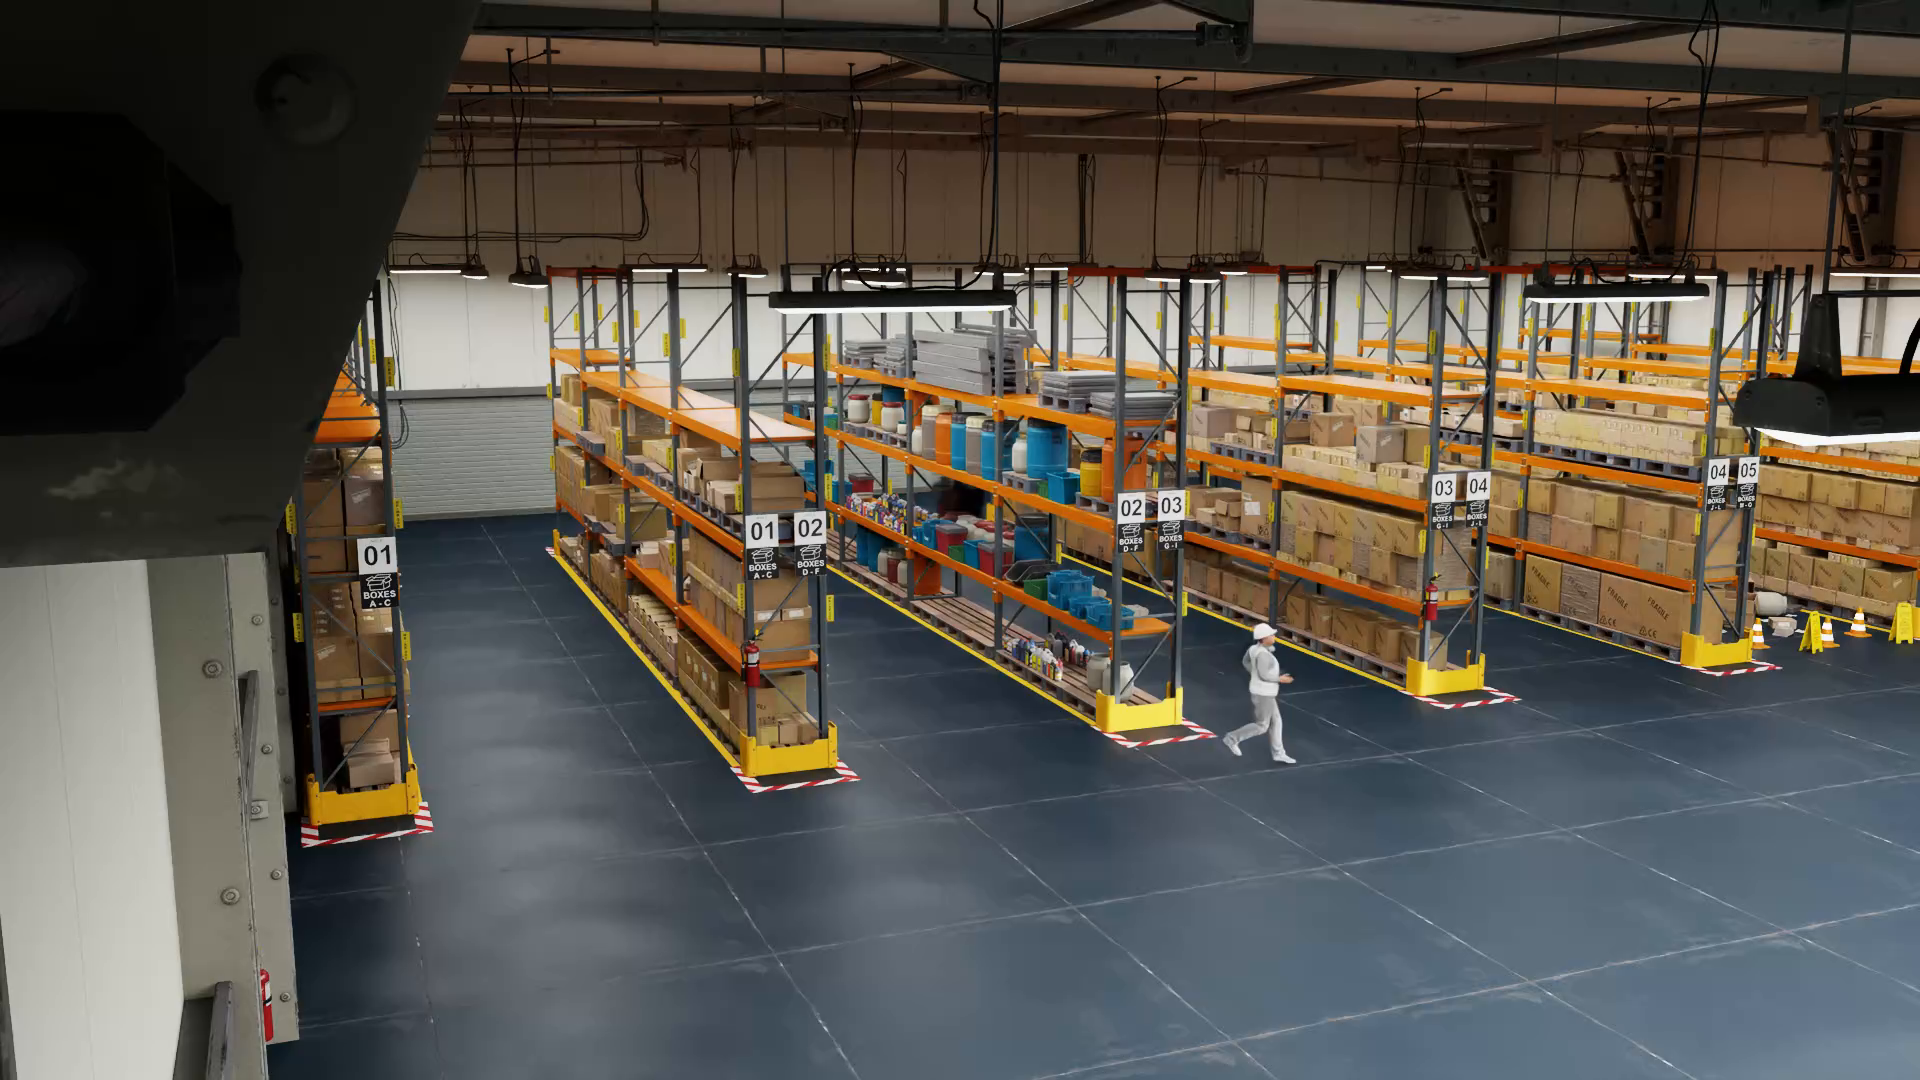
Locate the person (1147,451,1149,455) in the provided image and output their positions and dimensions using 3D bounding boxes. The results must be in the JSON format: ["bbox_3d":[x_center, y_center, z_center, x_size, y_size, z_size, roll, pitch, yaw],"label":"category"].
[{"bbox_3d":[4.329,-1.291,39.339,0.643,1.661,0.670,2,10,11],"label":"person"}]

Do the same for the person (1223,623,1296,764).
[{"bbox_3d":[3.735,1.912,20.640,0.927,1.785,0.668,1,10,4],"label":"person"}]

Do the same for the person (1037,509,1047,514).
[{"bbox_3d":[1.576,0.141,31.331,0.489,1.536,0.586,-5,11,-29],"label":"person"}]
